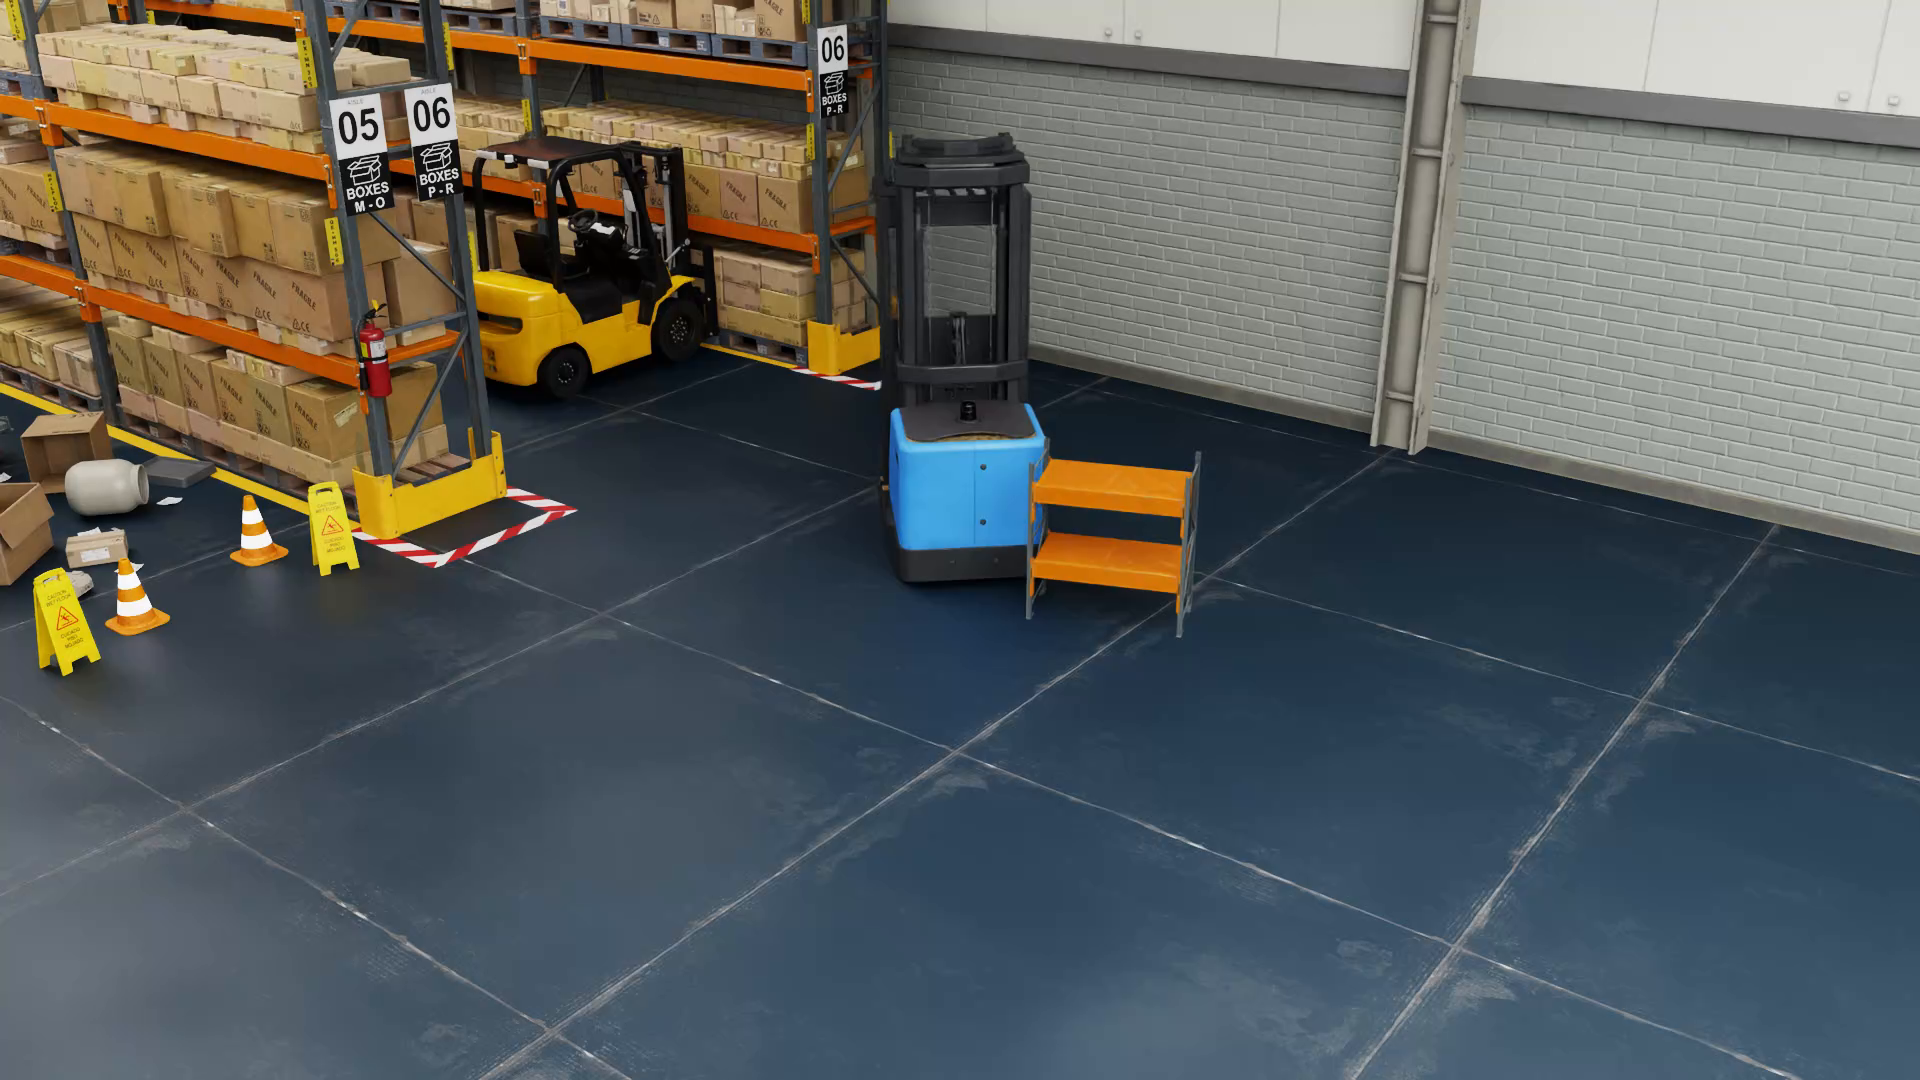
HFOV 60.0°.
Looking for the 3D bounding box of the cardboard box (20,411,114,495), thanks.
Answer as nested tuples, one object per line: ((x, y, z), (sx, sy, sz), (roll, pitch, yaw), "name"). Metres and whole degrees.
((-7.160, -0.701, 13.369), (0.500, 0.500, 0.500), (-5, 24, -12), "cardboard box")

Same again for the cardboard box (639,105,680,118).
((-3.157, -4.469, 17.527), (0.250, 0.149, 0.380), (16, 28, 32), "cardboard box")

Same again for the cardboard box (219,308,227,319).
((-5.640, -1.857, 13.207), (0.250, 0.149, 0.380), (17, 29, 33), "cardboard box")

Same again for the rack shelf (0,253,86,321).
((-8.802, -2.696, 15.692), (4.000, 0.370, 1.077), (17, 29, 33), "rack shelf")

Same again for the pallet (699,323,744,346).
((-2.636, -2.368, 17.512), (1.213, 0.211, 1.003), (17, 29, 33), "pallet")

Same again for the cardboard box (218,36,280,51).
((-5.519, -3.814, 12.940), (0.250, 0.149, 0.380), (17, 29, 34), "cardboard box")

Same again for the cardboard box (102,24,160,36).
((-6.817, -4.158, 13.721), (0.250, 0.149, 0.380), (18, 29, 34), "cardboard box")

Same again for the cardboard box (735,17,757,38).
((-1.872, -4.775, 15.465), (0.250, 0.149, 0.380), (16, 28, 32), "cardboard box")

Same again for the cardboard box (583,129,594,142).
((-3.697, -4.209, 17.304), (0.250, 0.149, 0.380), (17, 29, 33), "cardboard box")

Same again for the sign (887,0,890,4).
((-0.689, -5.164, 15.497), (0.005, 0.325, 0.100), (17, 29, 33), "sign")

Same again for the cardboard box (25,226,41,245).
((-7.979, -2.724, 14.654), (0.250, 0.149, 0.380), (16, 28, 32), "cardboard box")

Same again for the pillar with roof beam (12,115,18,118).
((-18.029, -9.345, 22.450), (0.400, 9.000, 9.100), (17, 29, 33), "pillar with roof beam")

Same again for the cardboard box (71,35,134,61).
((-6.714, -3.863, 13.050), (0.250, 0.149, 0.380), (16, 28, 32), "cardboard box")

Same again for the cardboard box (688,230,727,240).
((-2.499, -3.116, 17.402), (0.500, 0.250, 0.500), (16, 28, 32), "cardboard box")

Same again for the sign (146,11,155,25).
((-6.882, -4.328, 14.142), (0.005, 0.325, 0.100), (17, 29, 33), "sign")

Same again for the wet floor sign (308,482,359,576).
((-4.490, -0.106, 11.841), (0.267, 0.644, 0.232), (-15, 28, -30), "wet floor sign")

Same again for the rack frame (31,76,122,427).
((-7.201, -2.542, 14.450), (0.127, 3.000, 1.000), (17, 29, 33), "rack frame")

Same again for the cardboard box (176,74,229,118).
((-5.391, -3.298, 12.262), (0.500, 0.250, 0.500), (18, 29, 35), "cardboard box")

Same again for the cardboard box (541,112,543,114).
((-4.380, -4.641, 18.285), (0.250, 0.149, 0.380), (16, 28, 32), "cardboard box")

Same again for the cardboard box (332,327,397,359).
((-4.428, -1.481, 12.354), (0.250, 0.149, 0.380), (18, 29, 35), "cardboard box")

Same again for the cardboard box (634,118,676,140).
((-3.072, -4.164, 16.834), (0.250, 0.149, 0.380), (17, 29, 33), "cardboard box")

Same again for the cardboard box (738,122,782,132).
((-1.991, -4.060, 16.597), (0.250, 0.149, 0.380), (18, 29, 35), "cardboard box")

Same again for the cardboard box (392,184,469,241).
((-6.410, -3.906, 19.971), (0.625, 0.625, 0.875), (18, 29, 35), "cardboard box")

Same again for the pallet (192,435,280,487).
((-5.662, -0.820, 14.000), (1.213, 0.211, 1.003), (17, 29, 33), "pallet")

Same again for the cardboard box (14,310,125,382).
((-8.200, -1.830, 15.573), (0.625, 0.372, 0.950), (19, 30, 36), "cardboard box")

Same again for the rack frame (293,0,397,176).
((-7.428, -5.112, 20.282), (0.127, 3.000, 1.000), (17, 29, 33), "rack frame")

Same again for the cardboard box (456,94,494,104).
((-5.572, -5.025, 19.156), (0.250, 0.149, 0.380), (17, 29, 34), "cardboard box")

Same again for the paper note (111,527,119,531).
((-6.368, -0.076, 12.560), (0.123, 0.001, 0.032), (17, 29, 33), "paper note")

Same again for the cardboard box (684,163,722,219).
((-2.398, -3.509, 16.521), (0.500, 0.500, 0.500), (16, 29, 32), "cardboard box")

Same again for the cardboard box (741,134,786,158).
((-1.881, -3.779, 15.959), (0.250, 0.149, 0.380), (18, 29, 34), "cardboard box")

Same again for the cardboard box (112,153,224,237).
((-6.198, -2.744, 13.176), (0.500, 0.500, 0.700), (16, 28, 32), "cardboard box")

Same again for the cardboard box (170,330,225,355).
((-6.198, -1.649, 13.577), (0.250, 0.149, 0.380), (19, 30, 36), "cardboard box")

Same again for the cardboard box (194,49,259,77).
((-5.404, -3.526, 12.284), (0.250, 0.149, 0.380), (16, 28, 32), "cardboard box")

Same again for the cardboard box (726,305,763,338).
((-1.984, -2.246, 16.667), (0.500, 0.250, 0.500), (17, 29, 33), "cardboard box")

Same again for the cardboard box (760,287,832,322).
((-1.604, -2.357, 16.298), (0.500, 0.250, 0.500), (16, 29, 33), "cardboard box")

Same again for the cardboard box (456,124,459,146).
((-5.595, -4.588, 18.660), (0.500, 0.250, 0.500), (17, 29, 34), "cardboard box")

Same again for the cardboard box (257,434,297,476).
((-5.219, -0.745, 13.261), (0.500, 0.250, 0.500), (17, 29, 33), "cardboard box")

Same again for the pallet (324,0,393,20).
((-6.831, -6.263, 19.408), (1.003, 0.211, 1.213), (18, 30, 36), "pallet")

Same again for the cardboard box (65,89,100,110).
((-6.925, -3.563, 13.358), (0.250, 0.149, 0.380), (17, 29, 33), "cardboard box")

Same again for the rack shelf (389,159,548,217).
((-5.828, -4.299, 19.329), (4.000, 0.370, 1.077), (17, 29, 33), "rack shelf")

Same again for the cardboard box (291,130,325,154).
((-4.454, -2.828, 11.691), (0.250, 0.149, 0.380), (17, 29, 34), "cardboard box")

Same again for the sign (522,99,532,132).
((-4.545, -4.460, 17.466), (0.005, 0.325, 0.100), (17, 29, 33), "sign")

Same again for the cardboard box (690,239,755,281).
((-2.404, -2.820, 16.729), (0.500, 0.250, 0.500), (17, 29, 34), "cardboard box")

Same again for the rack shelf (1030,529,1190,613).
((1.014, 0.201, 11.156), (1.000, 0.278, 0.538), (6, 25, 14), "rack shelf")

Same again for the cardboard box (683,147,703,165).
((-2.513, -3.815, 16.411), (0.250, 0.149, 0.380), (17, 29, 34), "cardboard box")

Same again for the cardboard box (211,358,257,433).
((-5.617, -1.211, 13.388), (0.500, 0.500, 0.500), (16, 28, 32), "cardboard box")

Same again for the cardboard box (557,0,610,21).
((-3.708, -5.434, 16.760), (0.500, 0.311, 0.500), (18, 29, 34), "cardboard box")

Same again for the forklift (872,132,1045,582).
((-0.065, -1.609, 12.417), (1.130, 2.935, 3.031), (-3, 24, -6), "forklift")

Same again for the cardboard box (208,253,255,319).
((-5.396, -2.044, 12.826), (0.500, 0.500, 0.500), (17, 29, 33), "cardboard box")

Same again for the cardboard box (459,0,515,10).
((-4.953, -5.811, 17.614), (0.500, 0.311, 0.500), (16, 28, 32), "cardboard box")

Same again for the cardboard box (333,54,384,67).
((-4.374, -3.405, 12.011), (0.250, 0.149, 0.380), (17, 29, 33), "cardboard box")

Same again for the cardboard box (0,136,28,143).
((-8.499, -3.473, 14.744), (0.250, 0.149, 0.380), (15, 28, 31), "cardboard box")

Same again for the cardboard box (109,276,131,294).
((-6.908, -2.203, 13.992), (0.250, 0.149, 0.380), (18, 29, 35), "cardboard box")

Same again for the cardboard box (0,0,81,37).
((-7.742, -4.366, 13.914), (0.500, 0.250, 0.500), (18, 29, 34), "cardboard box")

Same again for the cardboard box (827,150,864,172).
((-1.142, -3.685, 16.116), (0.250, 0.149, 0.380), (16, 28, 32), "cardboard box")

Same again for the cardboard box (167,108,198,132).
((-5.710, -3.185, 12.502), (0.250, 0.149, 0.380), (16, 29, 33), "cardboard box")

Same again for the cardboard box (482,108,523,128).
((-5.015, -4.631, 18.262), (0.250, 0.149, 0.380), (17, 29, 33), "cardboard box")

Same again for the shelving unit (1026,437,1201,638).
((1.014, -0.023, 11.057), (1.048, 1.125, 0.538), (6, 25, 14), "shelving unit")
